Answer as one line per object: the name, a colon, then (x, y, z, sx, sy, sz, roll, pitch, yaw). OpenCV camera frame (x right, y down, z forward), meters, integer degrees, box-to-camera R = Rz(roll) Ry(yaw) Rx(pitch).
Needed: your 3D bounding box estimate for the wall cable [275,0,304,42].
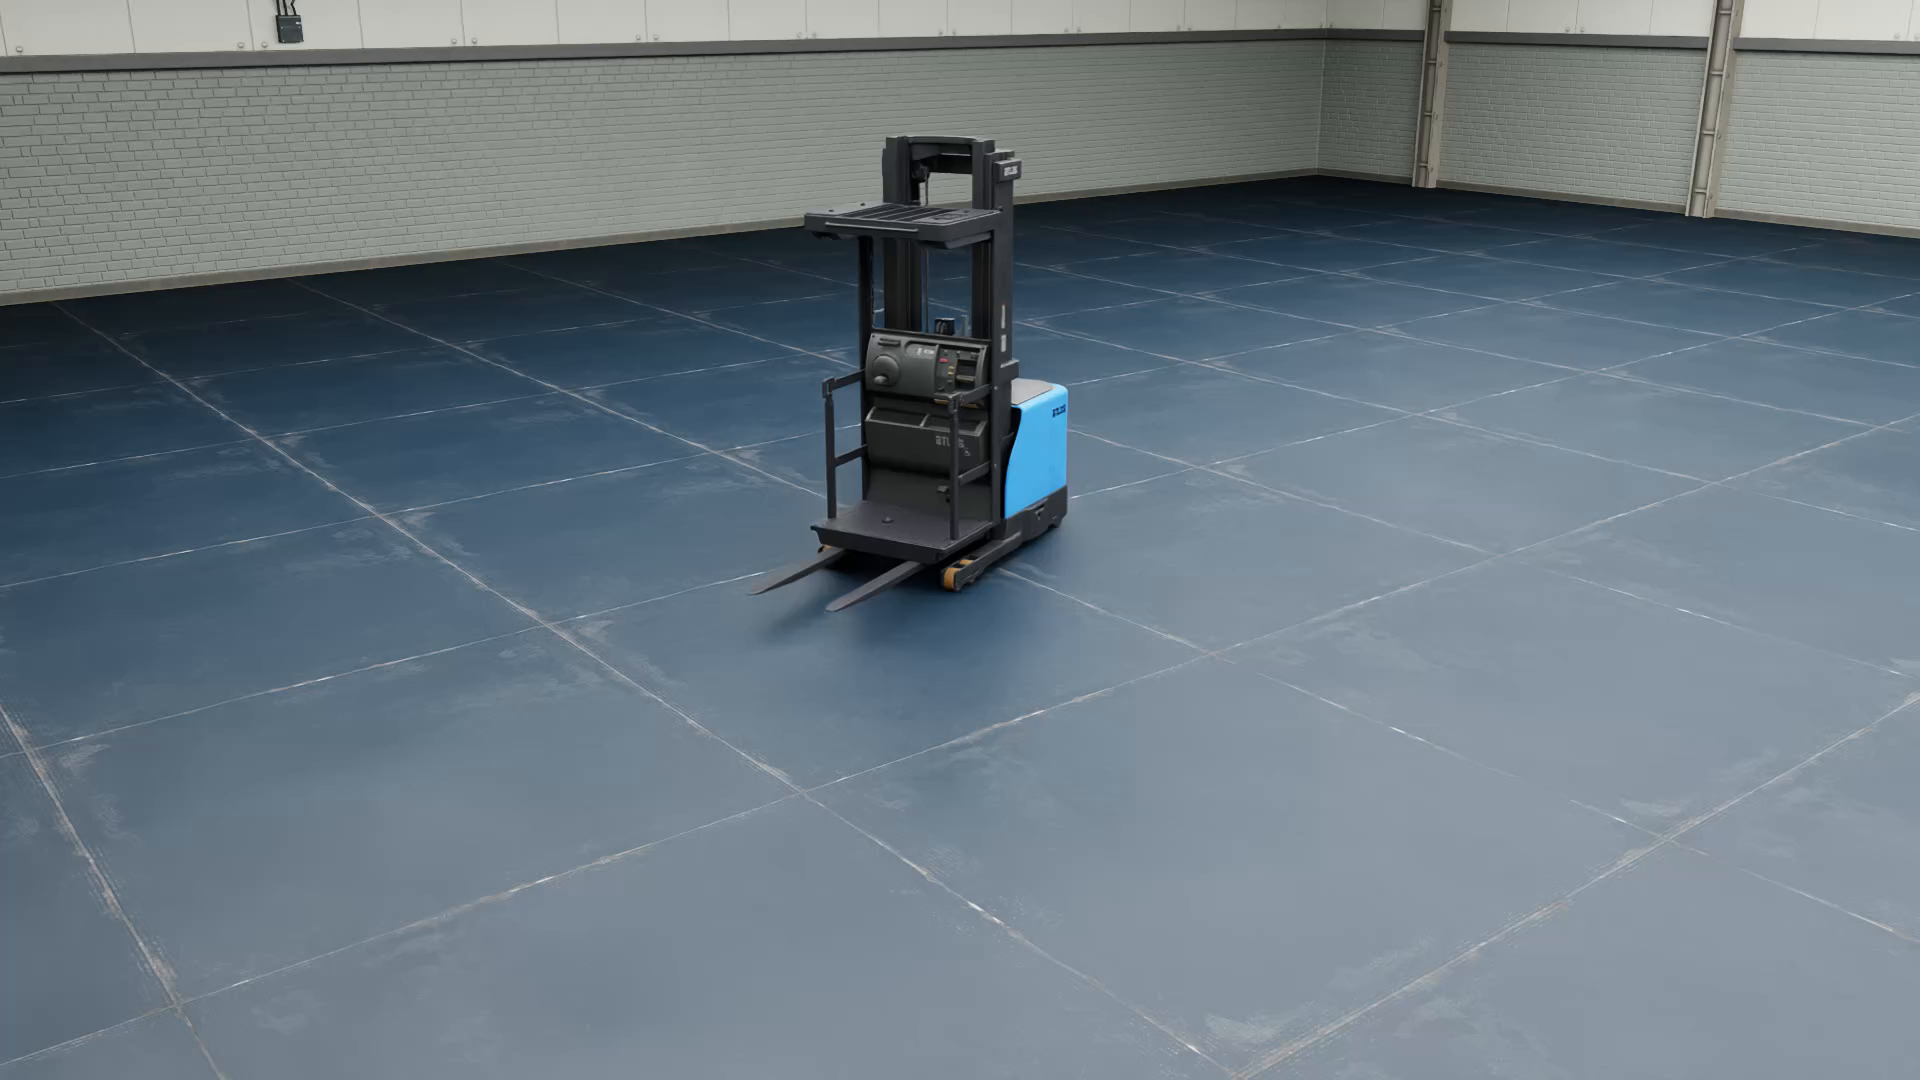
wall cable: (-8.409, -9.895, 22.518, 2.305, 6.003, 0.169, -14, 23, -36)

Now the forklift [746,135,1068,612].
forklift: (-0.340, -1.203, 11.332, 1.130, 2.935, 3.031, 10, 21, 28)

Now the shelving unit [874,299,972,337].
shelving unit: (-0.179, -1.184, 13.551, 1.048, 1.500, 0.538, 16, 24, 40)

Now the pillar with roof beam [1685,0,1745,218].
pillar with roof beam: (9.975, -9.276, 26.062, 9.100, 9.000, 0.400, -14, 23, -36)

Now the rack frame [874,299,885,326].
rack frame: (-0.556, -1.291, 13.875, 0.032, 1.500, 0.500, 16, 24, 40)

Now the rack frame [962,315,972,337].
rack frame: (0.197, -1.076, 13.227, 0.032, 1.500, 0.500, 16, 24, 40)

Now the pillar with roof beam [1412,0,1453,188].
pillar with roof beam: (6.250, -10.755, 30.527, 9.100, 9.000, 0.400, -14, 23, -36)
